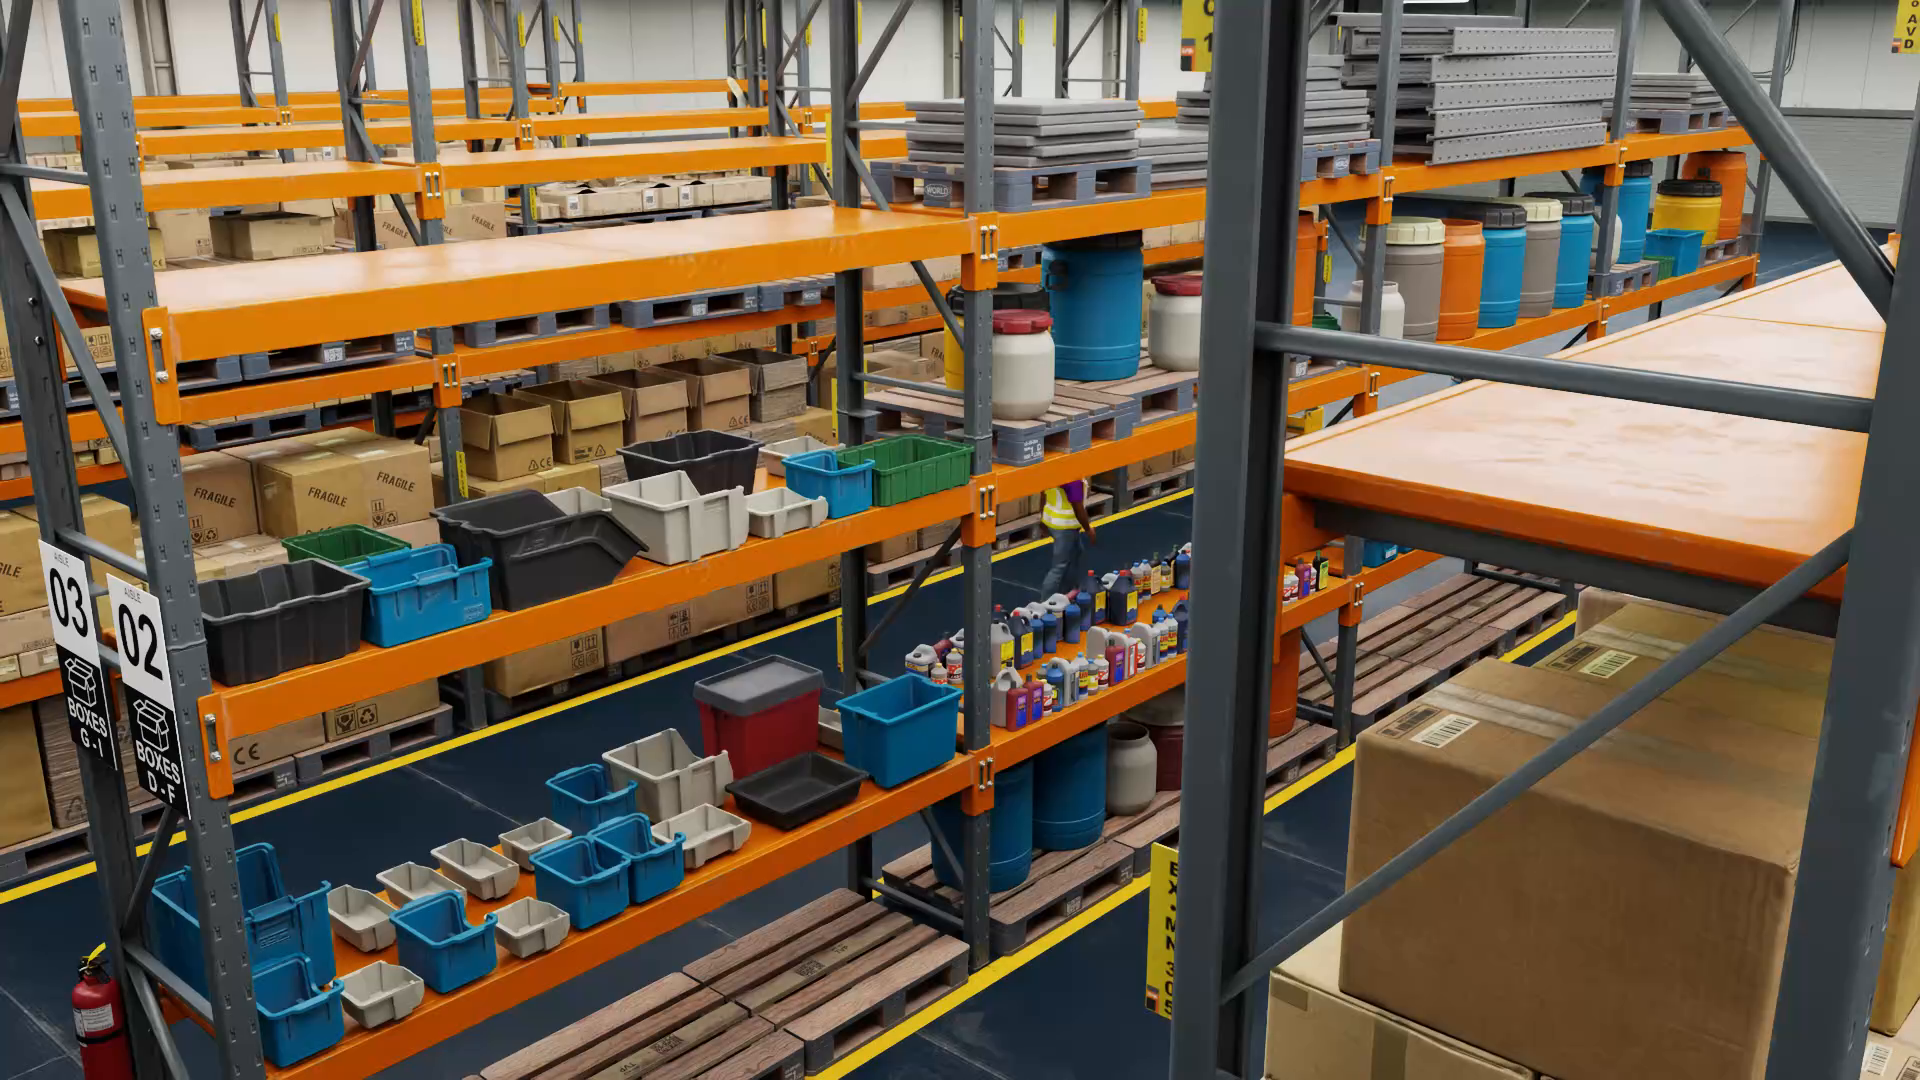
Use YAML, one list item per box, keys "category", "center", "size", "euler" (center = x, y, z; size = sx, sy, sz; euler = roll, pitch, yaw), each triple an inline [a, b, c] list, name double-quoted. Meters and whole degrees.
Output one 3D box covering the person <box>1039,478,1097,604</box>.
- category: "person"
  center: [0.938, -0.095, 14.391]
  size: [0.602, 1.828, 0.596]
  euler: [-5, 18, -16]
